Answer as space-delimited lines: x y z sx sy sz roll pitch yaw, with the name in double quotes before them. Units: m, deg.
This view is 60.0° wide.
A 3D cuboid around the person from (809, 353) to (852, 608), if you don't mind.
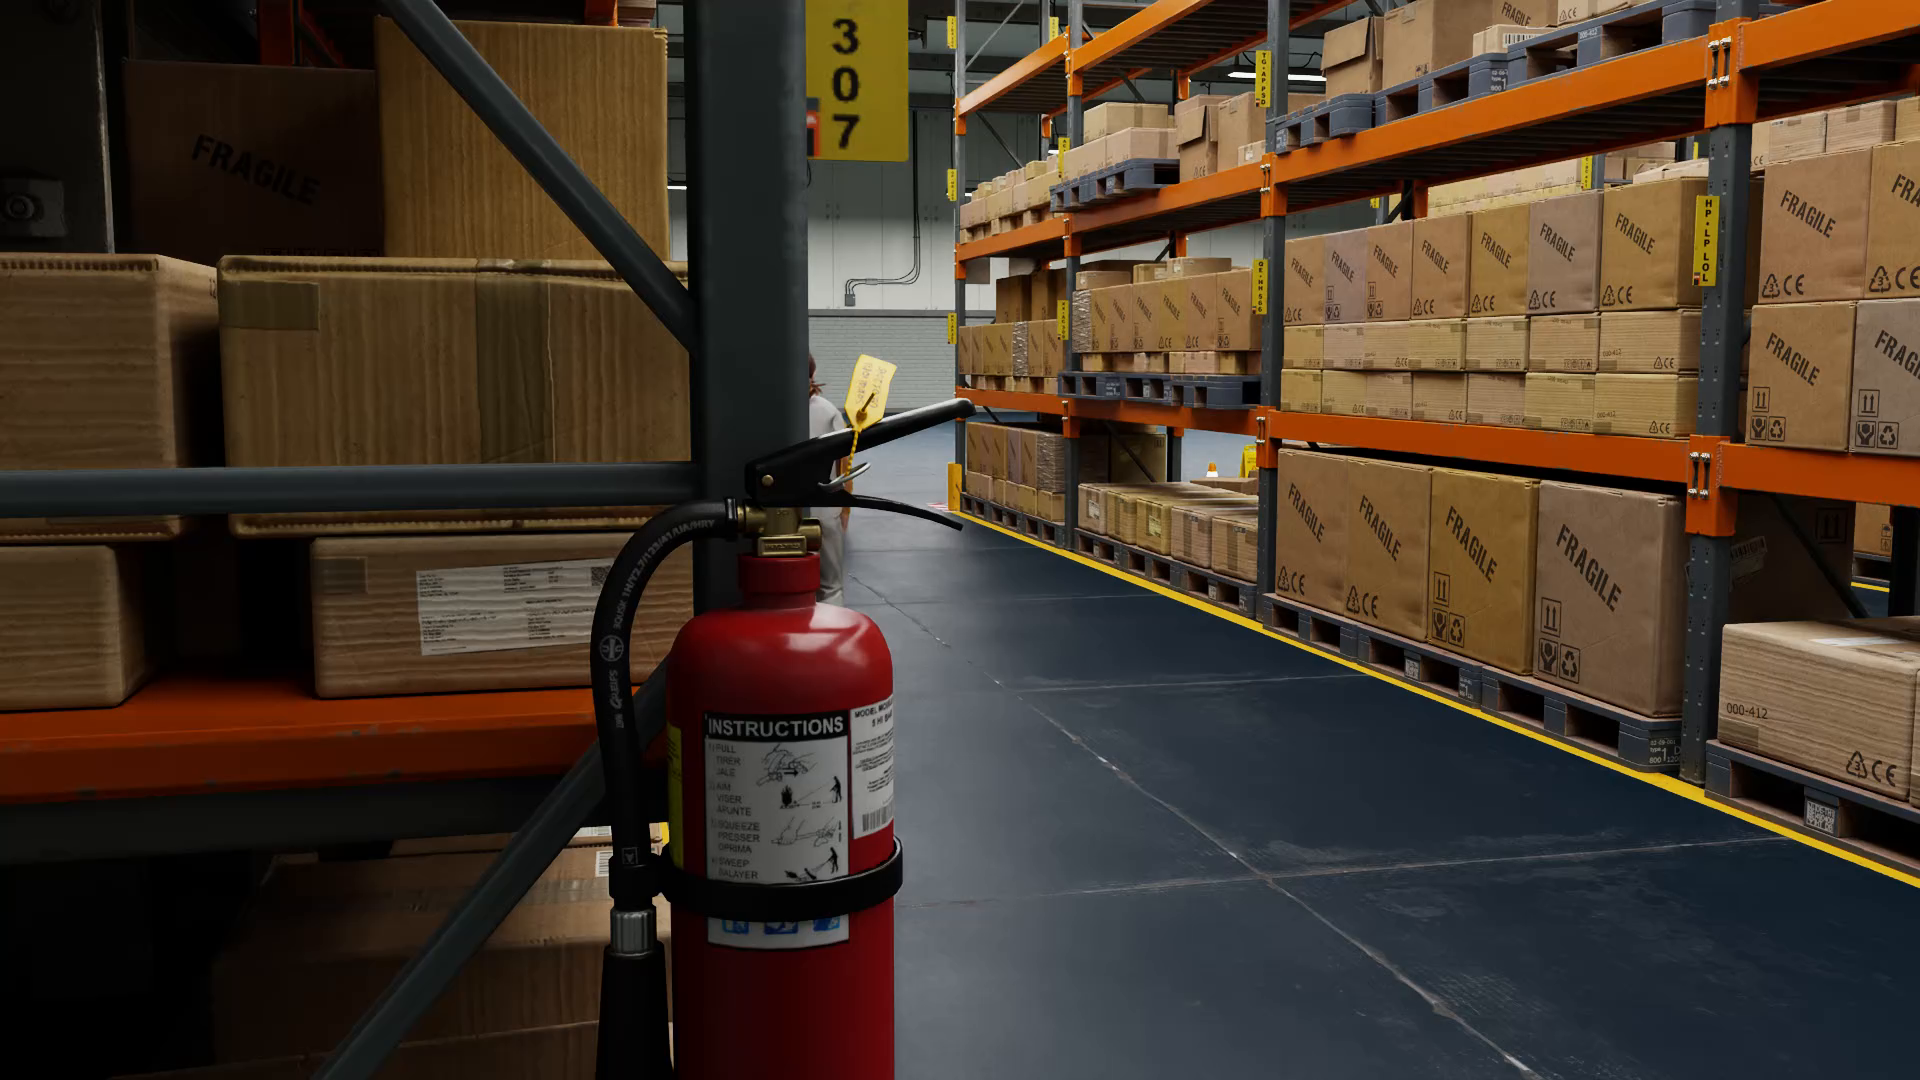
"person" -0.759 -0.100 8.069 0.489 1.673 0.361 -2 6 -17
